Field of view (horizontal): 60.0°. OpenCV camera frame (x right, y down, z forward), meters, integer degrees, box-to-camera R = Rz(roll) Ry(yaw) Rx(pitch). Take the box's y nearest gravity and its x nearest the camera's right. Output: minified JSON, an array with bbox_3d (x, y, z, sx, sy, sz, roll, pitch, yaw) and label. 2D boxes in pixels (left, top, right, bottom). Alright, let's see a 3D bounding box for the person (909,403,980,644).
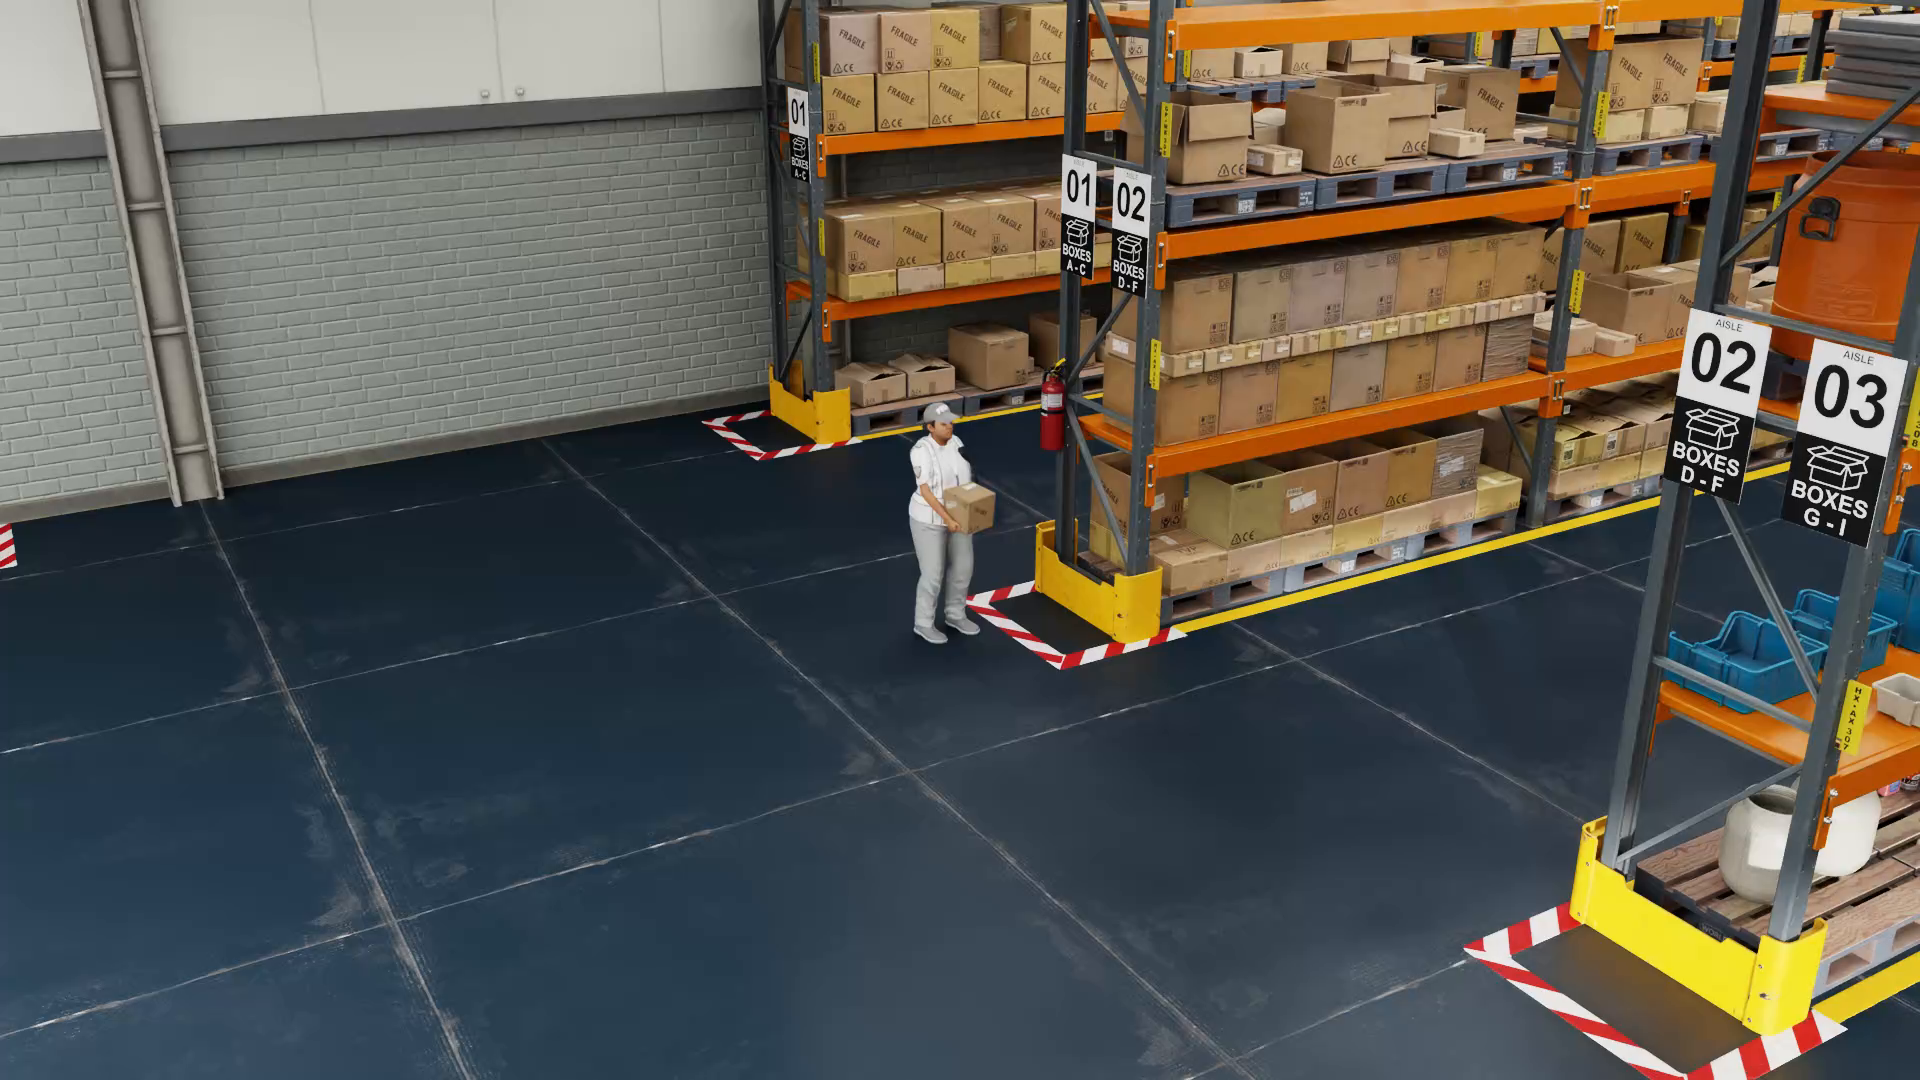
[{"bbox_3d":[-0.069,-0.115,11.384,0.453,1.653,0.541,-20,29,-40],"label":"person"}]
